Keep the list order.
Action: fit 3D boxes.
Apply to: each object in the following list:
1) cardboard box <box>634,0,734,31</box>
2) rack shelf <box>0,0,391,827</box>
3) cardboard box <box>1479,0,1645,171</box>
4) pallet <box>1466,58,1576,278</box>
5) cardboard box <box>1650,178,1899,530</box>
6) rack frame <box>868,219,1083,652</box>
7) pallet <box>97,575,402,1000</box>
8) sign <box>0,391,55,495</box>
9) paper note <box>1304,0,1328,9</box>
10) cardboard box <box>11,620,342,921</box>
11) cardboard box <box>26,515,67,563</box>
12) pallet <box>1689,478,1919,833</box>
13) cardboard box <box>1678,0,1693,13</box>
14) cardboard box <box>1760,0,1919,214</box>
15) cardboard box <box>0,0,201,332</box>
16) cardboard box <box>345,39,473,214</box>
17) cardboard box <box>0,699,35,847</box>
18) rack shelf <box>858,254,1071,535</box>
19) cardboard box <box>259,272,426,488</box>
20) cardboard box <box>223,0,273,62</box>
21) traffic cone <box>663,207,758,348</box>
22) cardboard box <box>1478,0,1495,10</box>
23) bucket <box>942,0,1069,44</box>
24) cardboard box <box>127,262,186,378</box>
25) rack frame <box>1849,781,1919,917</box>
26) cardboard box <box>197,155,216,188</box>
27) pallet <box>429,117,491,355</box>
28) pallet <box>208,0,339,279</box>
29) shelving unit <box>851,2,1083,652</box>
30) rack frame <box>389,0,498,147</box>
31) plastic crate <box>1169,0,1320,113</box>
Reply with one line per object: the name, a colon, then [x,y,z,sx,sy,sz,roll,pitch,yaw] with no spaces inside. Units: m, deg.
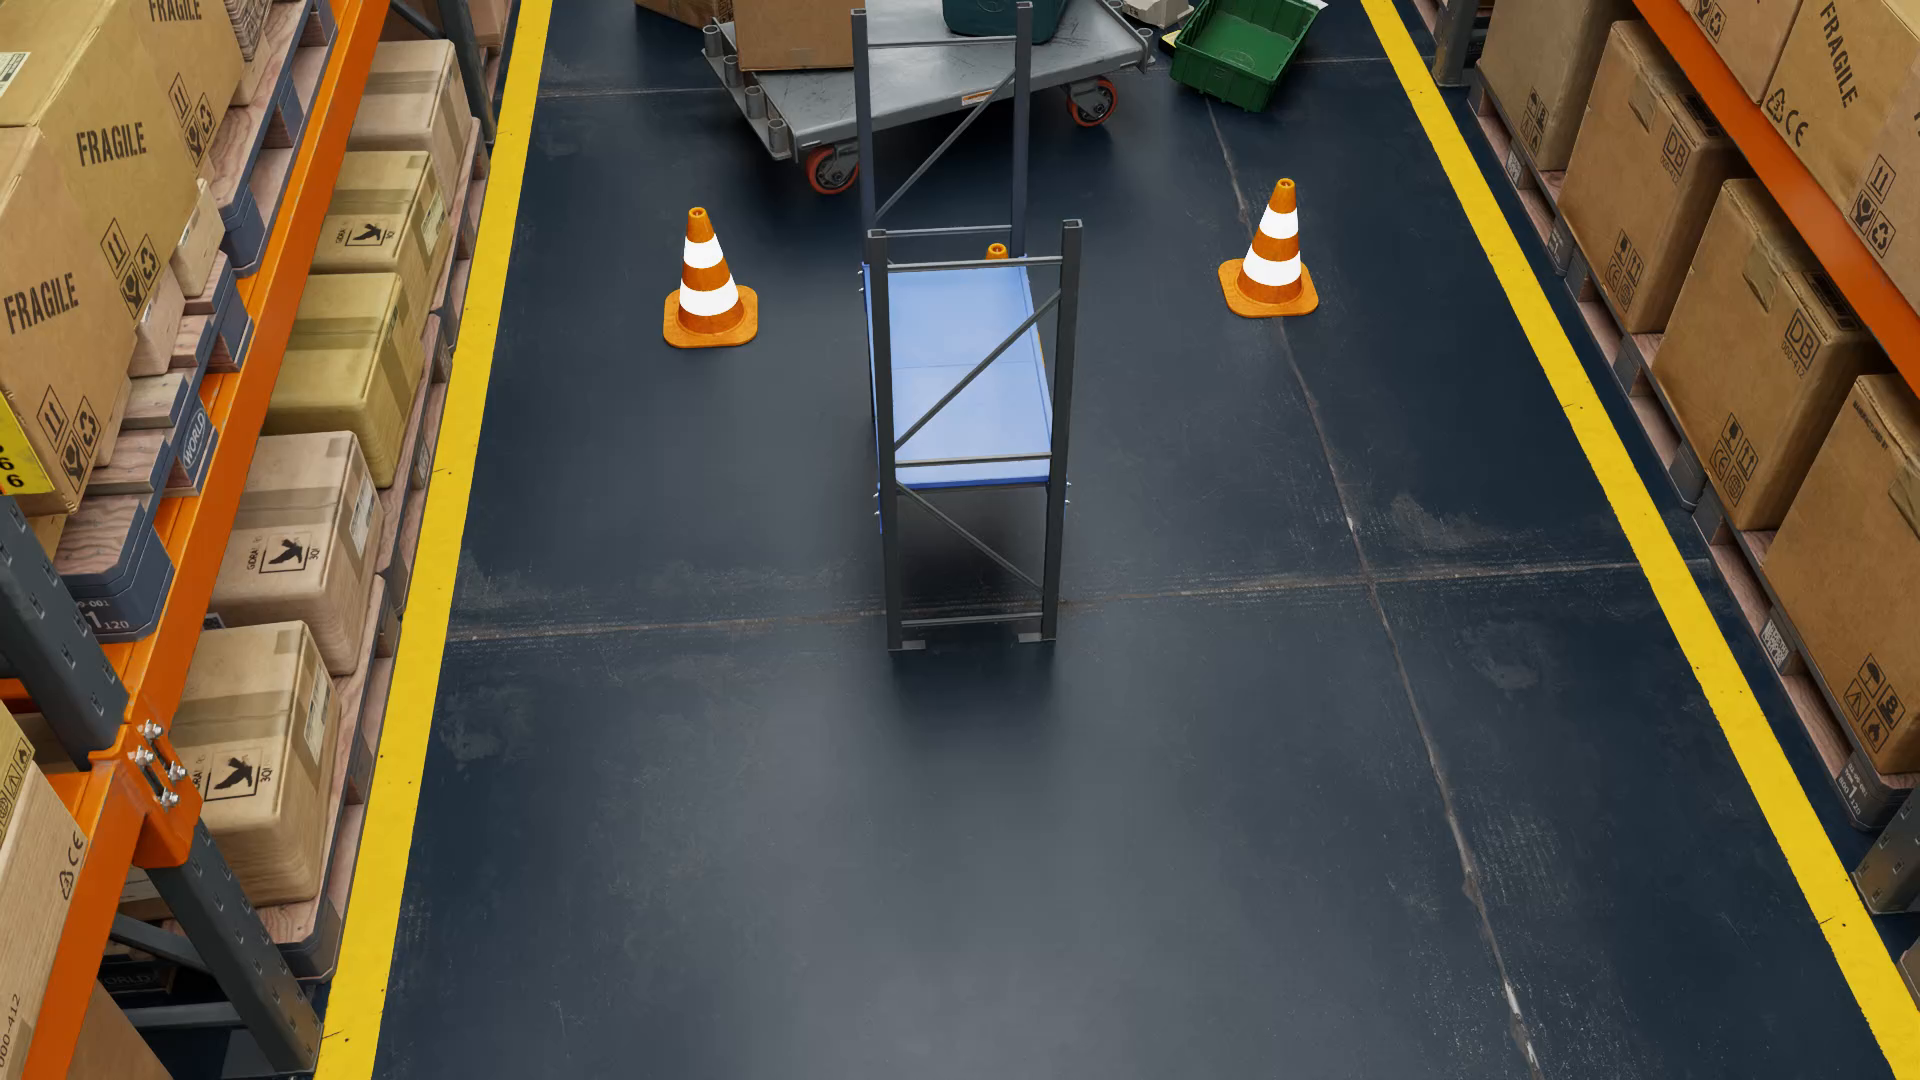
cardboard box: [-1.132,-2.647,7.411,0.500,0.500,0.500,27,52,23]
rack shelf: [-2.231,-0.953,4.582,1.077,0.370,4.000,-3,47,-3]
cardboard box: [2.667,-1.949,6.290,1.050,0.750,0.750,-4,47,-3]
pallet: [2.665,-1.509,6.534,1.003,0.211,1.213,-3,47,-3]
cardboard box: [2.823,-0.577,4.990,1.050,0.750,0.750,-3,47,-3]
rack frame: [0.035,-0.210,4.416,0.500,1.500,0.032,-3,47,-3]
pallet: [-2.128,0.640,4.498,1.003,0.211,1.213,-3,47,-3]
sign: [-1.511,-0.188,2.564,0.100,0.325,0.005,-3,47,-3]
paper note: [1.567,-2.432,7.532,0.147,0.020,0.142,-36,56,-29]
cardboard box: [-2.101,0.596,4.140,0.950,0.372,0.625,-6,47,-6]
cardboard box: [-1.906,-0.058,3.123,0.380,0.149,0.250,-6,47,-6]
pallet: [2.870,0.257,4.862,1.003,0.211,1.213,-3,47,-3]
cardboard box: [2.384,-1.932,4.945,0.500,0.500,0.500,-4,47,-4]
cardboard box: [2.473,-1.194,4.246,0.500,0.500,0.500,-4,47,-4]
cardboard box: [-1.921,-0.751,3.332,0.500,0.500,0.500,-1,47,-1]
cardboard box: [-2.352,-1.509,6.134,0.950,0.372,0.625,-3,47,-3]
cardboard box: [-1.770,0.461,2.506,0.500,0.250,0.500,-4,47,-3]
rack shelf: [-0.007,-0.454,4.895,0.538,0.185,1.000,-3,47,-3]
cardboard box: [-2.229,-0.486,5.165,0.950,0.372,0.625,-2,47,-2]
cardboard box: [-2.007,-1.497,4.039,0.500,0.500,0.500,-5,47,-5]
traffic cone: [-0.900,-0.963,5.843,0.336,0.463,0.334,-3,47,-3]
cardboard box: [2.543,-2.894,7.099,0.875,0.875,0.875,-3,47,-3]
bucket: [0.217,-2.377,6.643,0.726,0.611,0.620,11,58,10]
cardboard box: [-1.873,-0.465,3.508,0.380,0.149,0.250,-6,47,-6]
rack frame: [2.861,-0.127,3.305,1.000,3.000,0.127,-3,47,-3]
cardboard box: [-1.973,-0.835,3.859,0.380,0.149,0.250,-1,47,-1]
pallet: [-2.332,-1.125,6.170,1.003,0.211,1.213,-3,47,-3]
pallet: [-2.270,-1.117,4.374,1.003,0.211,1.213,-3,47,-3]
shelving unit: [-0.007,-0.577,4.764,0.538,1.500,1.048,-3,47,-3]
rack frame: [-2.398,-2.647,5.691,1.000,3.000,0.127,-3,47,-3]
plastic crate: [1.206,-2.120,7.089,0.450,0.188,0.662,25,51,9]
